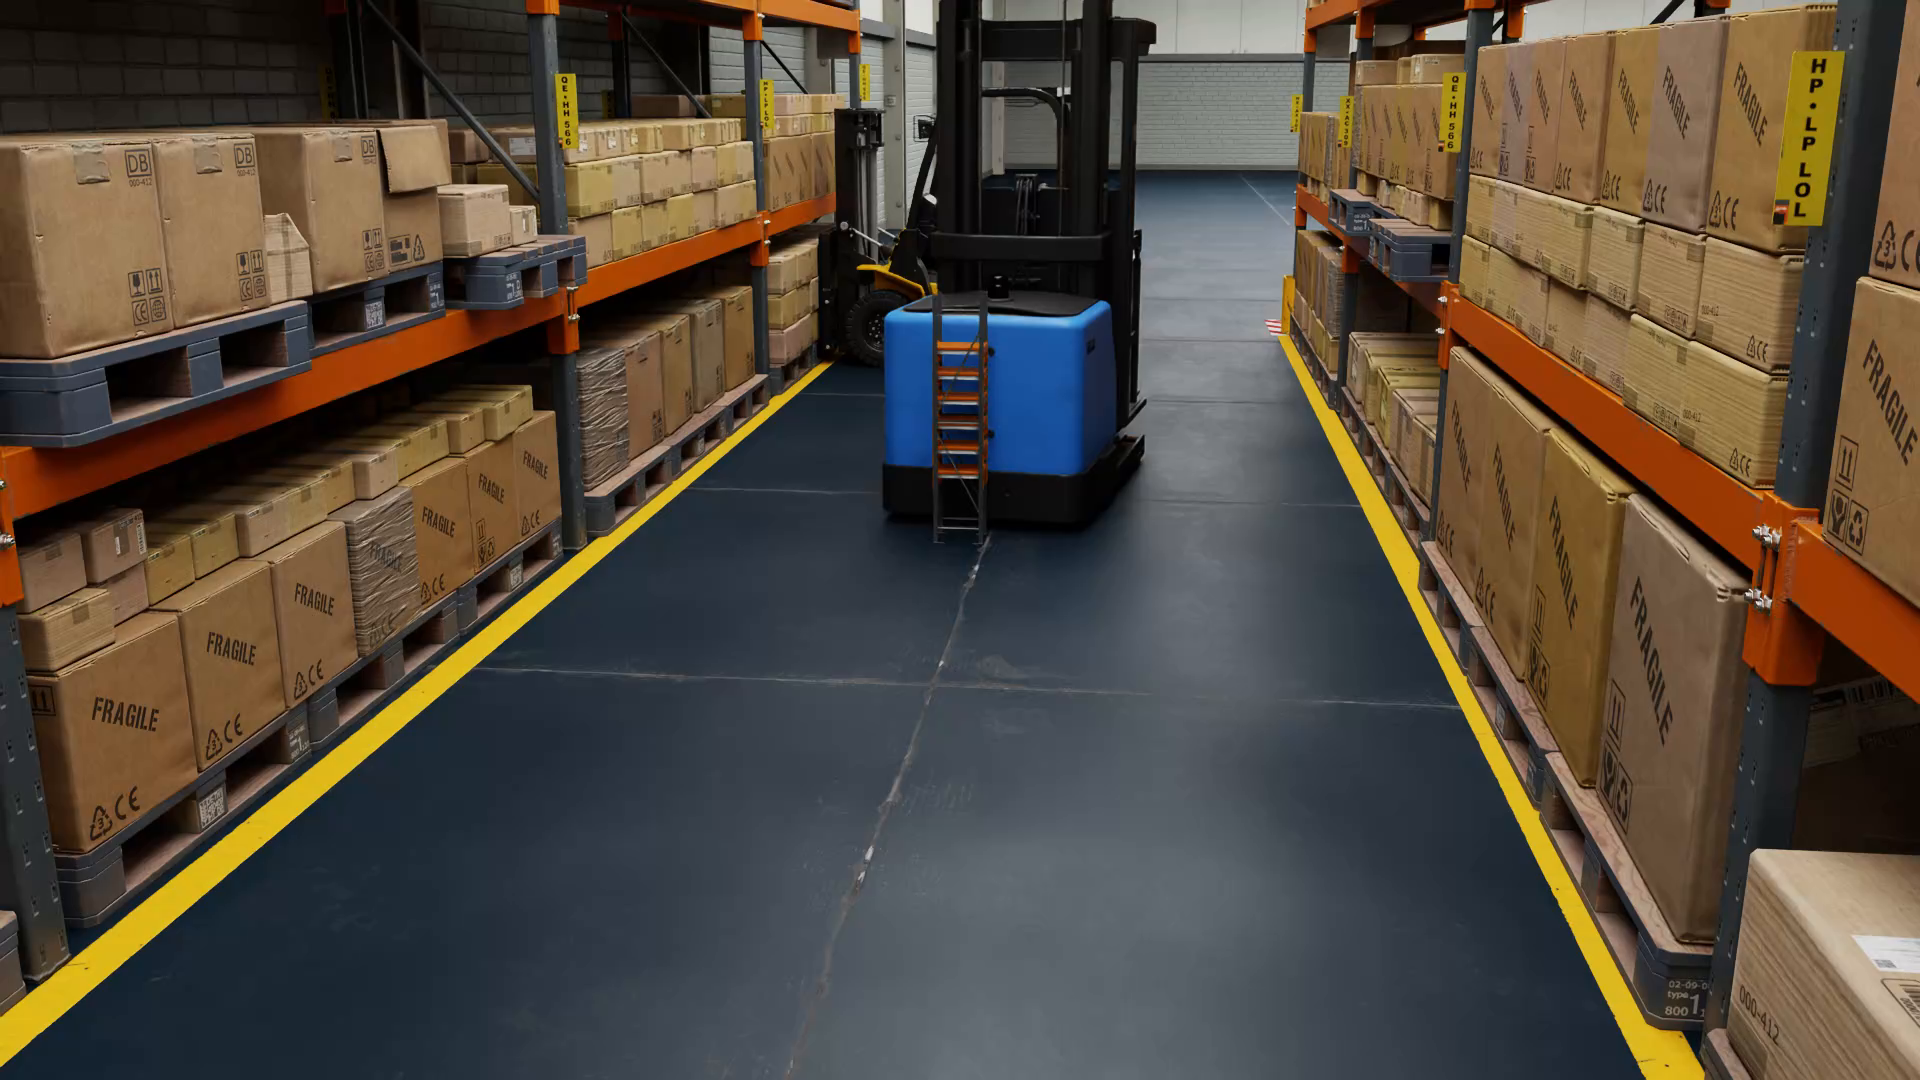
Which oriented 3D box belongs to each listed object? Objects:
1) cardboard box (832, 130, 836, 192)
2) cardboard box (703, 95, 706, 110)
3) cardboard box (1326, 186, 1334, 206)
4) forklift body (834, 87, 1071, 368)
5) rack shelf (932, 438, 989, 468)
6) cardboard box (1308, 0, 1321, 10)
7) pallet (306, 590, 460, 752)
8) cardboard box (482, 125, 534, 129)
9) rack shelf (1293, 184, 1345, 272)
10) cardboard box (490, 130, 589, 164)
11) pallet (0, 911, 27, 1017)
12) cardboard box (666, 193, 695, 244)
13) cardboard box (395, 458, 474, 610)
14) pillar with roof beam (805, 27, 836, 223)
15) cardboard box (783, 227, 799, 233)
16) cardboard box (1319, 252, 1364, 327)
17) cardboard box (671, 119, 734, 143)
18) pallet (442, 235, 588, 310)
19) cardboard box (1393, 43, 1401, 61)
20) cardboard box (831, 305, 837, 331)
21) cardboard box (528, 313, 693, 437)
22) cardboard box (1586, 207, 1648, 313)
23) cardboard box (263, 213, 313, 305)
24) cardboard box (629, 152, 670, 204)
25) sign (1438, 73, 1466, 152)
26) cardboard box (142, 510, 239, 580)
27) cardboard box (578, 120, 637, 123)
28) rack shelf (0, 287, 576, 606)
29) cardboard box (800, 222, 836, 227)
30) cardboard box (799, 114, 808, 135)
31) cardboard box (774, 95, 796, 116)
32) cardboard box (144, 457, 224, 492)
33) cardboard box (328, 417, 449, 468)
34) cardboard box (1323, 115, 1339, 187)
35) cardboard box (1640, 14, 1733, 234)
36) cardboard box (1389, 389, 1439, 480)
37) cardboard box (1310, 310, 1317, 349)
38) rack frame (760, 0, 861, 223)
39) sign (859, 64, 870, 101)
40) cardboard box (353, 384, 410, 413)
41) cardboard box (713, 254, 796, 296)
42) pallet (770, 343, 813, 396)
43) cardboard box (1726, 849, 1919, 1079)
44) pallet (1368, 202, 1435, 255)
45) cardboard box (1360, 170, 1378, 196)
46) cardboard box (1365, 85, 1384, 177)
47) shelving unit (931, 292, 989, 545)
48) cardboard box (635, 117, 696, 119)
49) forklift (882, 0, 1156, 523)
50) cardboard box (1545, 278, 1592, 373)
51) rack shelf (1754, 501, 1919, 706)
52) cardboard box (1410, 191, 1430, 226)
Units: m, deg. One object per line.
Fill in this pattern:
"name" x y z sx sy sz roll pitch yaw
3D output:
"cardboard box" -1.267 -3.272 14.324 0.500 0.500 0.500 2 15 8
"cardboard box" -2.034 -3.185 12.192 0.380 0.149 0.250 2 15 6
"cardboard box" 2.921 -2.545 12.310 0.380 0.149 0.250 1 15 5
"forklift body" 0.194 -2.538 13.428 2.313 2.155 1.214 2 15 6
"rack shelf" 0.002 -0.424 8.062 0.258 0.103 0.180 2 15 6
"cardboard box" 3.168 -4.598 14.156 0.380 0.149 0.250 2 15 6
"pallet" -2.569 0.436 6.146 1.003 0.211 1.213 2 15 6
"cardboard box" -2.398 -2.138 8.888 0.380 0.149 0.250 2 15 6
"rack shelf" 3.302 -2.482 12.973 1.077 0.370 4.000 2 15 6
"cardboard box" -1.979 -1.854 7.837 0.380 0.149 0.250 2 15 8
"pallet" -2.837 1.143 3.530 1.003 0.211 1.213 2 15 6
"cardboard box" -1.841 -1.852 9.554 0.500 0.250 0.500 2 15 8
"cardboard box" -2.265 -0.033 6.522 0.500 0.500 0.500 2 15 9
"pillar with roof beam" 2.576 -7.665 19.268 9.100 9.000 0.400 2 15 6
"cardboard box" -1.700 -2.603 14.588 0.500 0.250 0.500 2 15 6
"cardboard box" 2.932 -1.841 12.252 0.500 0.500 0.500 2 15 7
"cardboard box" -1.685 -2.655 10.799 0.380 0.149 0.250 1 15 5
"pallet" -2.314 -1.148 7.028 1.213 0.211 1.003 2 15 6
"cardboard box" 3.421 -3.225 11.664 0.700 0.500 0.500 2 15 7
"cardboard box" -1.311 -1.844 13.698 0.500 0.250 0.500 2 15 8
"cardboard box" -2.082 -0.980 9.786 0.875 0.625 0.625 1 15 4
"cardboard box" 2.083 -0.791 4.669 0.500 0.250 0.500 2 15 8
"cardboard box" -2.221 -0.868 5.078 0.396 0.266 0.258 2 15 9
"cardboard box" -1.880 -1.960 8.995 0.500 0.250 0.500 1 15 5
"sign" 2.085 -1.807 7.033 0.100 0.325 0.005 2 15 6
"cardboard box" -2.464 0.012 5.112 0.380 0.149 0.250 1 15 5
"cardboard box" -2.228 -2.533 10.348 0.380 0.149 0.250 2 15 6
"rack shelf" -2.533 -0.552 5.837 1.077 0.370 4.000 2 15 6
"cardboard box" -1.147 -2.723 15.032 0.500 0.250 0.500 2 15 8
"cardboard box" -1.386 -3.223 12.902 0.380 0.149 0.250 1 15 4
"cardboard box" -1.435 -3.235 12.377 0.380 0.149 0.250 2 15 8
"cardboard box" -2.841 -0.196 5.881 0.380 0.149 0.250 1 15 4
"cardboard box" -2.260 -0.386 6.585 0.380 0.149 0.250 2 15 8
"cardboard box" 2.985 -2.893 12.355 0.500 0.500 0.500 2 15 8
"cardboard box" 2.026 -1.024 4.097 0.500 0.500 0.500 2 15 7
"cardboard box" 2.774 -0.545 8.662 0.950 0.372 0.625 1 15 5
"cardboard box" 2.988 -1.617 12.860 0.500 0.250 0.500 2 15 7
"rack frame" -1.405 -3.493 15.334 1.000 3.000 0.127 2 15 6
"sign" -0.867 -4.147 15.080 0.100 0.325 0.005 2 15 6
"cardboard box" -2.676 -0.601 7.382 0.380 0.149 0.250 2 15 9
"cardboard box" -1.490 -1.930 12.101 0.500 0.250 0.500 1 15 5
"pallet" -1.725 -1.315 12.620 1.003 0.211 1.213 2 15 6
"cardboard box" 1.996 0.958 2.976 0.875 0.438 0.875 1 15 5
"pallet" 2.808 -1.695 9.052 1.003 0.211 1.213 2 15 6
"cardboard box" 2.663 -2.194 10.204 0.380 0.149 0.250 2 15 7
"cardboard box" 2.613 -2.334 9.482 0.500 0.500 0.500 2 15 6
"shelving unit" 0.002 -0.583 8.019 0.258 1.200 0.189 2 15 6
"cardboard box" -2.075 -2.908 11.736 0.380 0.149 0.250 2 15 6
"forklift" 0.473 -1.840 9.350 1.130 2.935 3.031 4 16 14
"cardboard box" 2.162 -0.684 5.231 0.500 0.250 0.500 2 15 6
"rack shelf" 1.948 0.630 1.463 1.077 0.370 4.000 2 15 6
"cardboard box" 2.370 -1.585 7.954 0.380 0.149 0.250 2 15 6
